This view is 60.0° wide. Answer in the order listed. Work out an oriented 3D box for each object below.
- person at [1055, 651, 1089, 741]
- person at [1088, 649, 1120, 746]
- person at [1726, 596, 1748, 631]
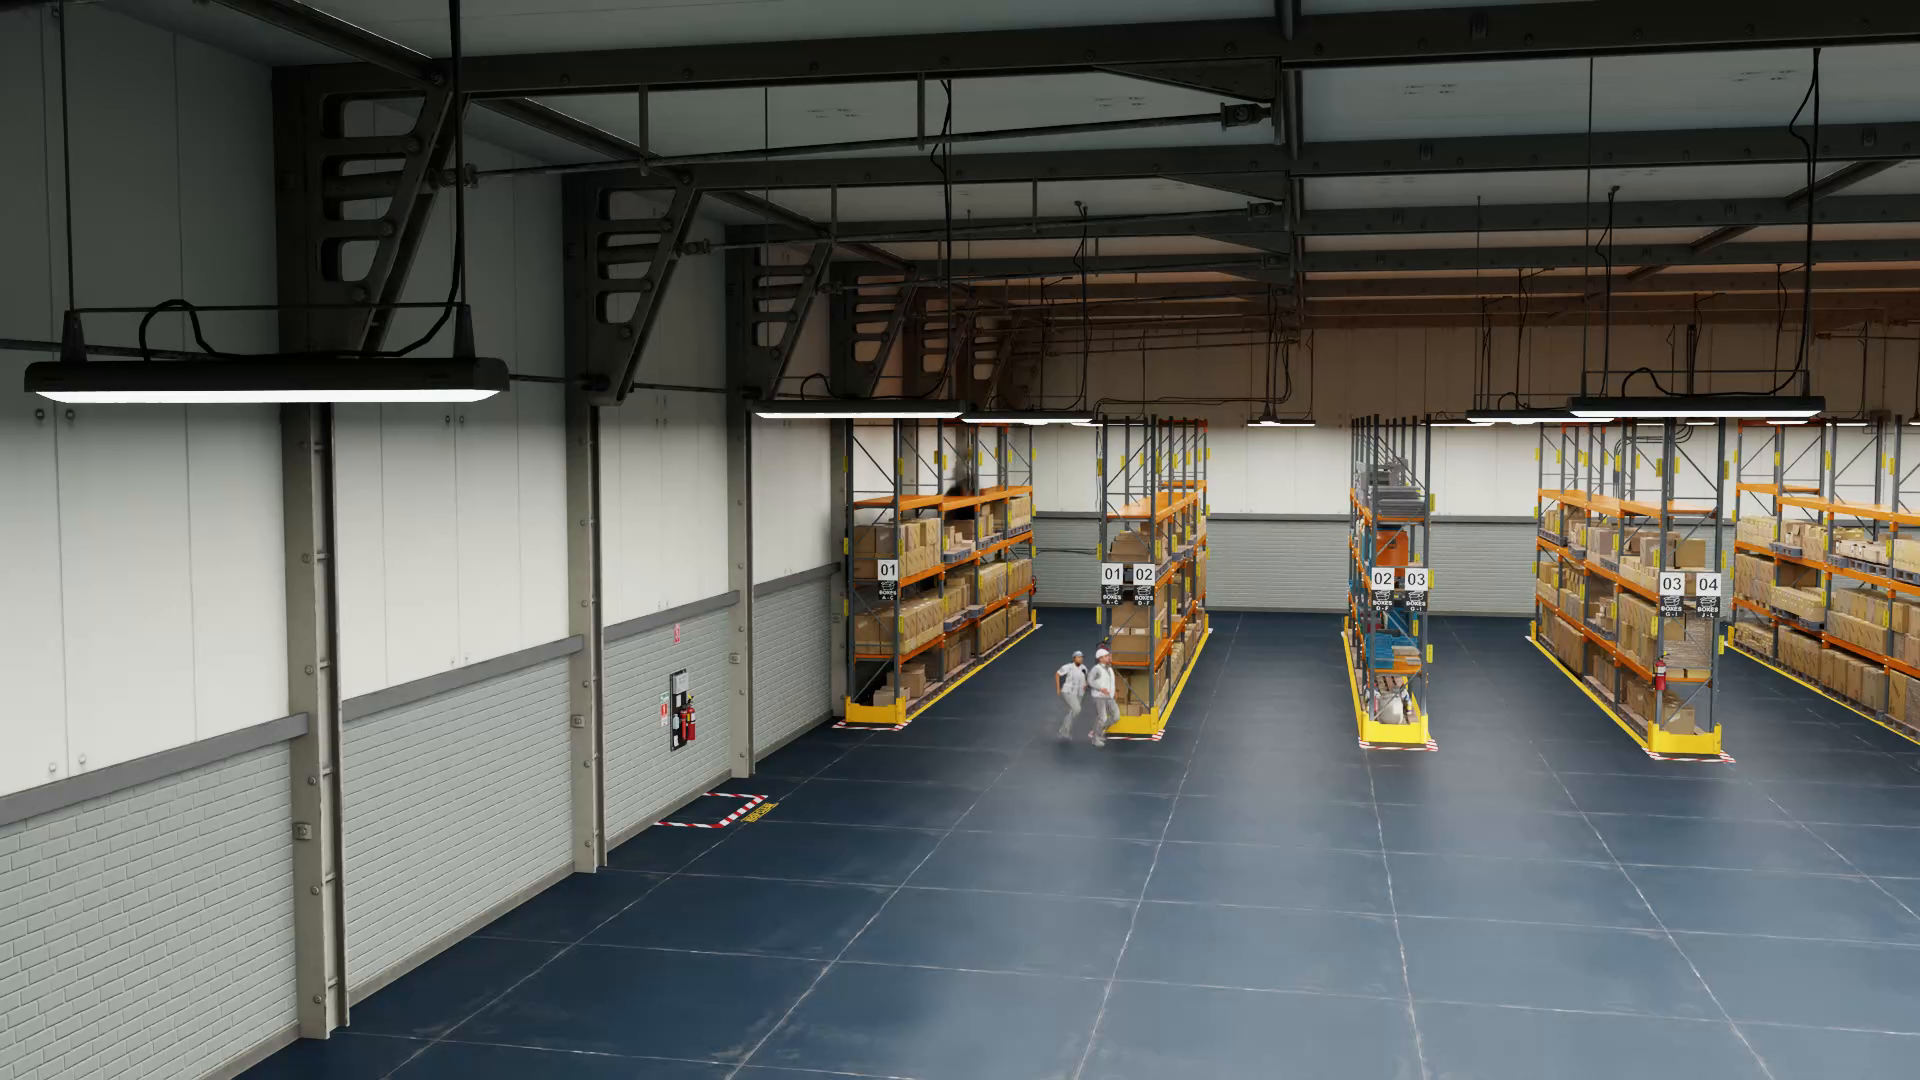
[{"bbox_3d":[2.131,2.855,30.666,0.600,1.605,0.638,-2,4,-30],"label":"person"},{"bbox_3d":[2.645,2.851,30.153,0.685,1.742,0.523,-4,5,-43],"label":"person"},{"bbox_3d":[21.120,1.868,45.214,0.521,1.694,0.794,1,4,14],"label":"person"}]
